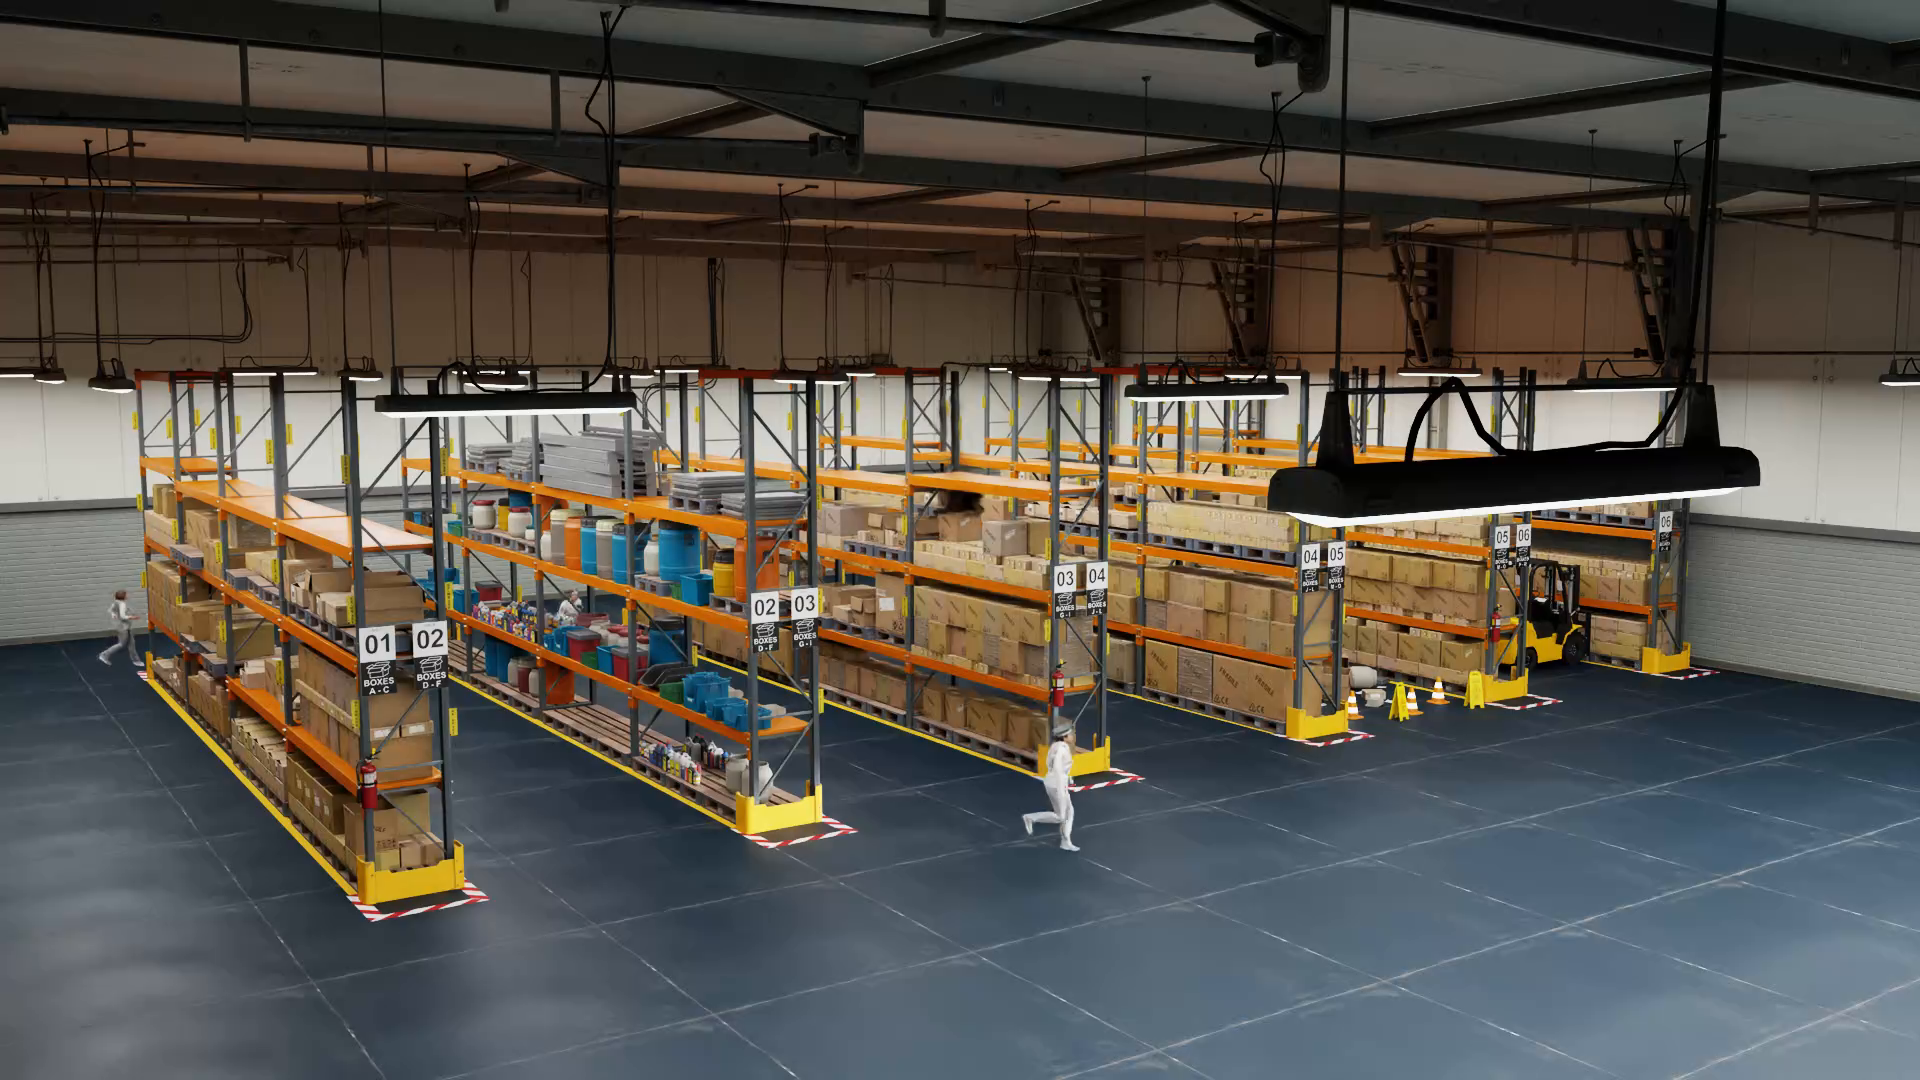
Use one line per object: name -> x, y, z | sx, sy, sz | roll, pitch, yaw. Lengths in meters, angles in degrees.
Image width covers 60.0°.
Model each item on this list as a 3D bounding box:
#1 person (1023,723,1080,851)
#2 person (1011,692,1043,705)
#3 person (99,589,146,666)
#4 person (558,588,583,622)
person -> 1.165, 3.160, 21.163 | 0.755, 1.660, 0.636 | -1, 6, -6
person -> 1.271, 2.150, 29.948 | 0.566, 1.624, 0.894 | -6, 9, -42
person -> -16.772, 1.784, 33.252 | 0.875, 1.603, 0.538 | -4, 8, -34
person -> -7.846, 1.752, 33.640 | 0.604, 1.616, 0.671 | -5, 8, -35
